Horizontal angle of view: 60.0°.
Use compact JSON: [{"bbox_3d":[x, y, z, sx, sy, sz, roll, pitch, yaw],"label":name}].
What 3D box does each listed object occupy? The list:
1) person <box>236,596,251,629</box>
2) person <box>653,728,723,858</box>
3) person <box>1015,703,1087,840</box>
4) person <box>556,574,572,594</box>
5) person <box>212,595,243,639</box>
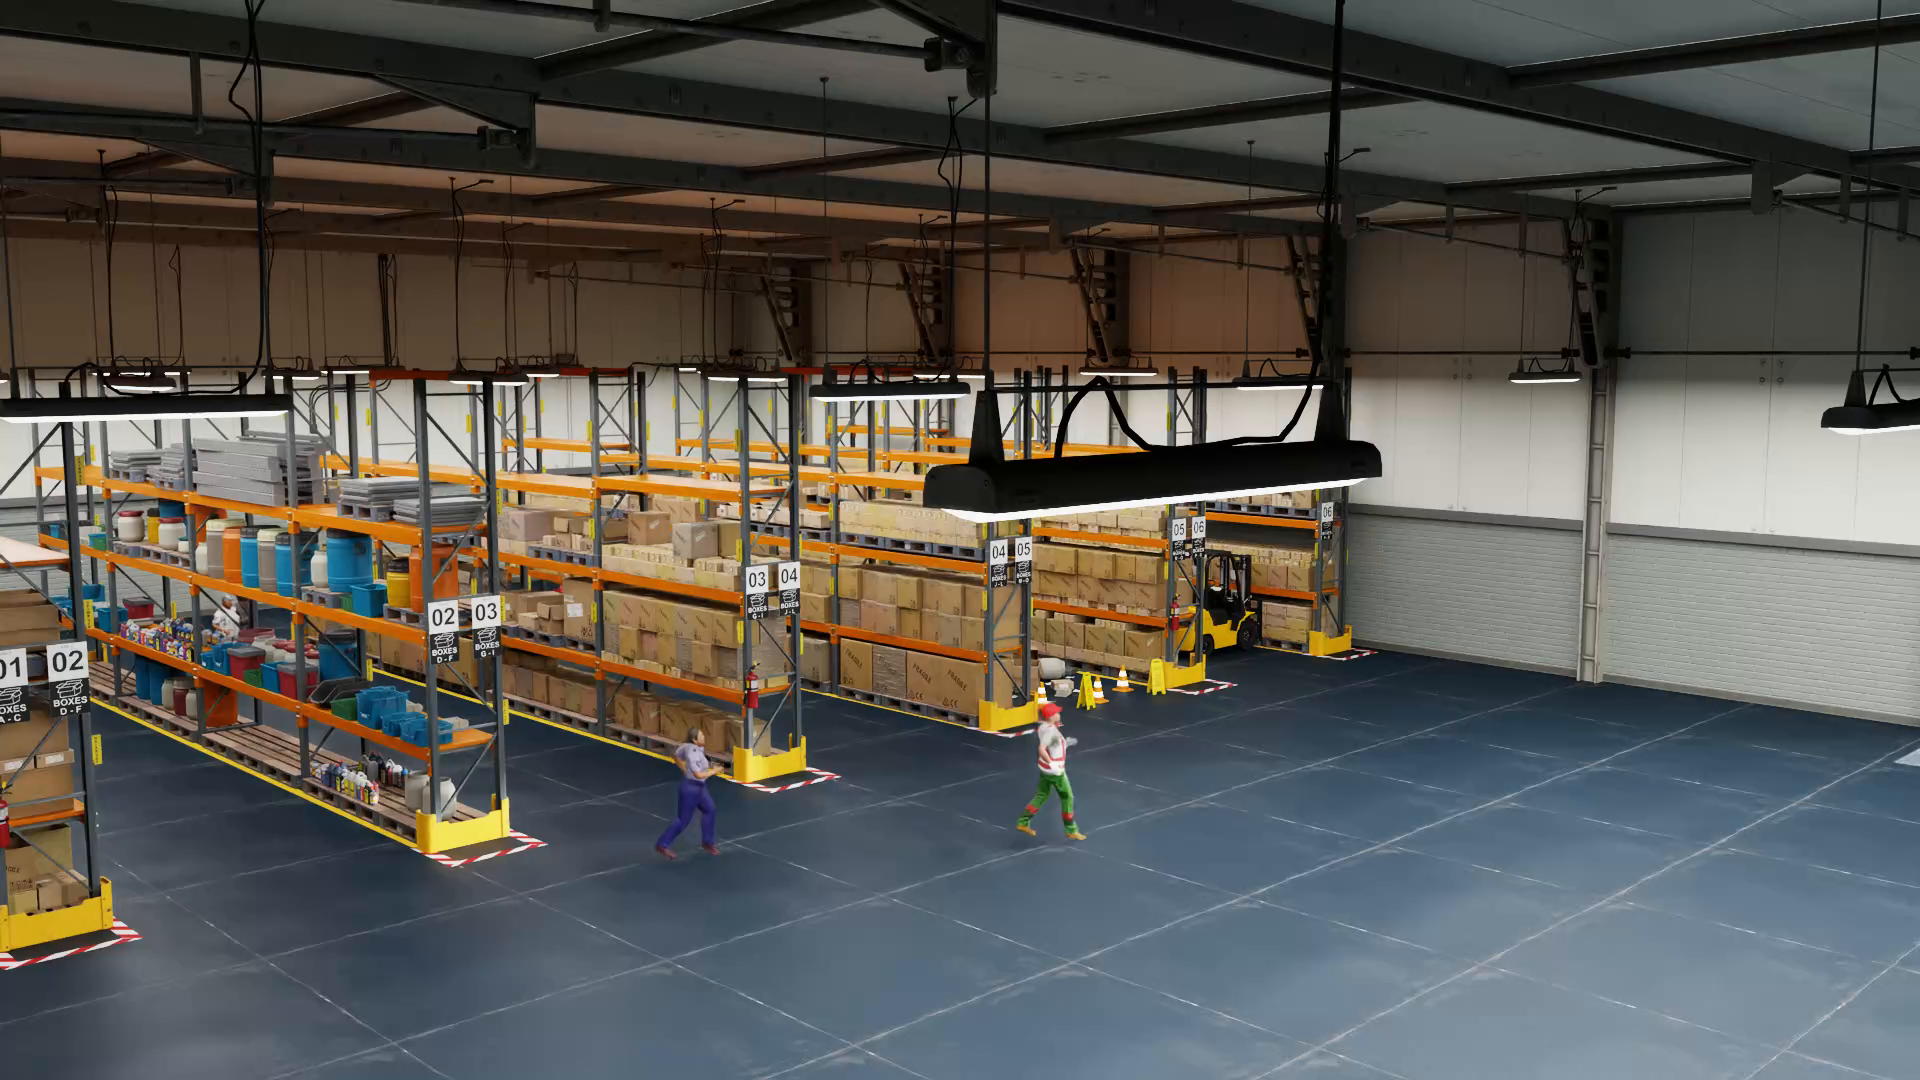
[{"bbox_3d":[-15.836,1.348,36.761,0.658,1.680,0.660,-4,7,-29],"label":"person"},{"bbox_3d":[-3.400,3.187,20.806,0.882,1.686,0.611,-1,7,-10],"label":"person"},{"bbox_3d":[1.183,2.998,21.471,0.930,1.810,0.656,-2,7,-18],"label":"person"},{"bbox_3d":[-8.219,1.549,35.049,0.658,1.709,0.658,-5,8,-38],"label":"person"},{"bbox_3d":[-14.224,1.883,32.320,0.779,1.651,0.607,4,8,31],"label":"person"}]
